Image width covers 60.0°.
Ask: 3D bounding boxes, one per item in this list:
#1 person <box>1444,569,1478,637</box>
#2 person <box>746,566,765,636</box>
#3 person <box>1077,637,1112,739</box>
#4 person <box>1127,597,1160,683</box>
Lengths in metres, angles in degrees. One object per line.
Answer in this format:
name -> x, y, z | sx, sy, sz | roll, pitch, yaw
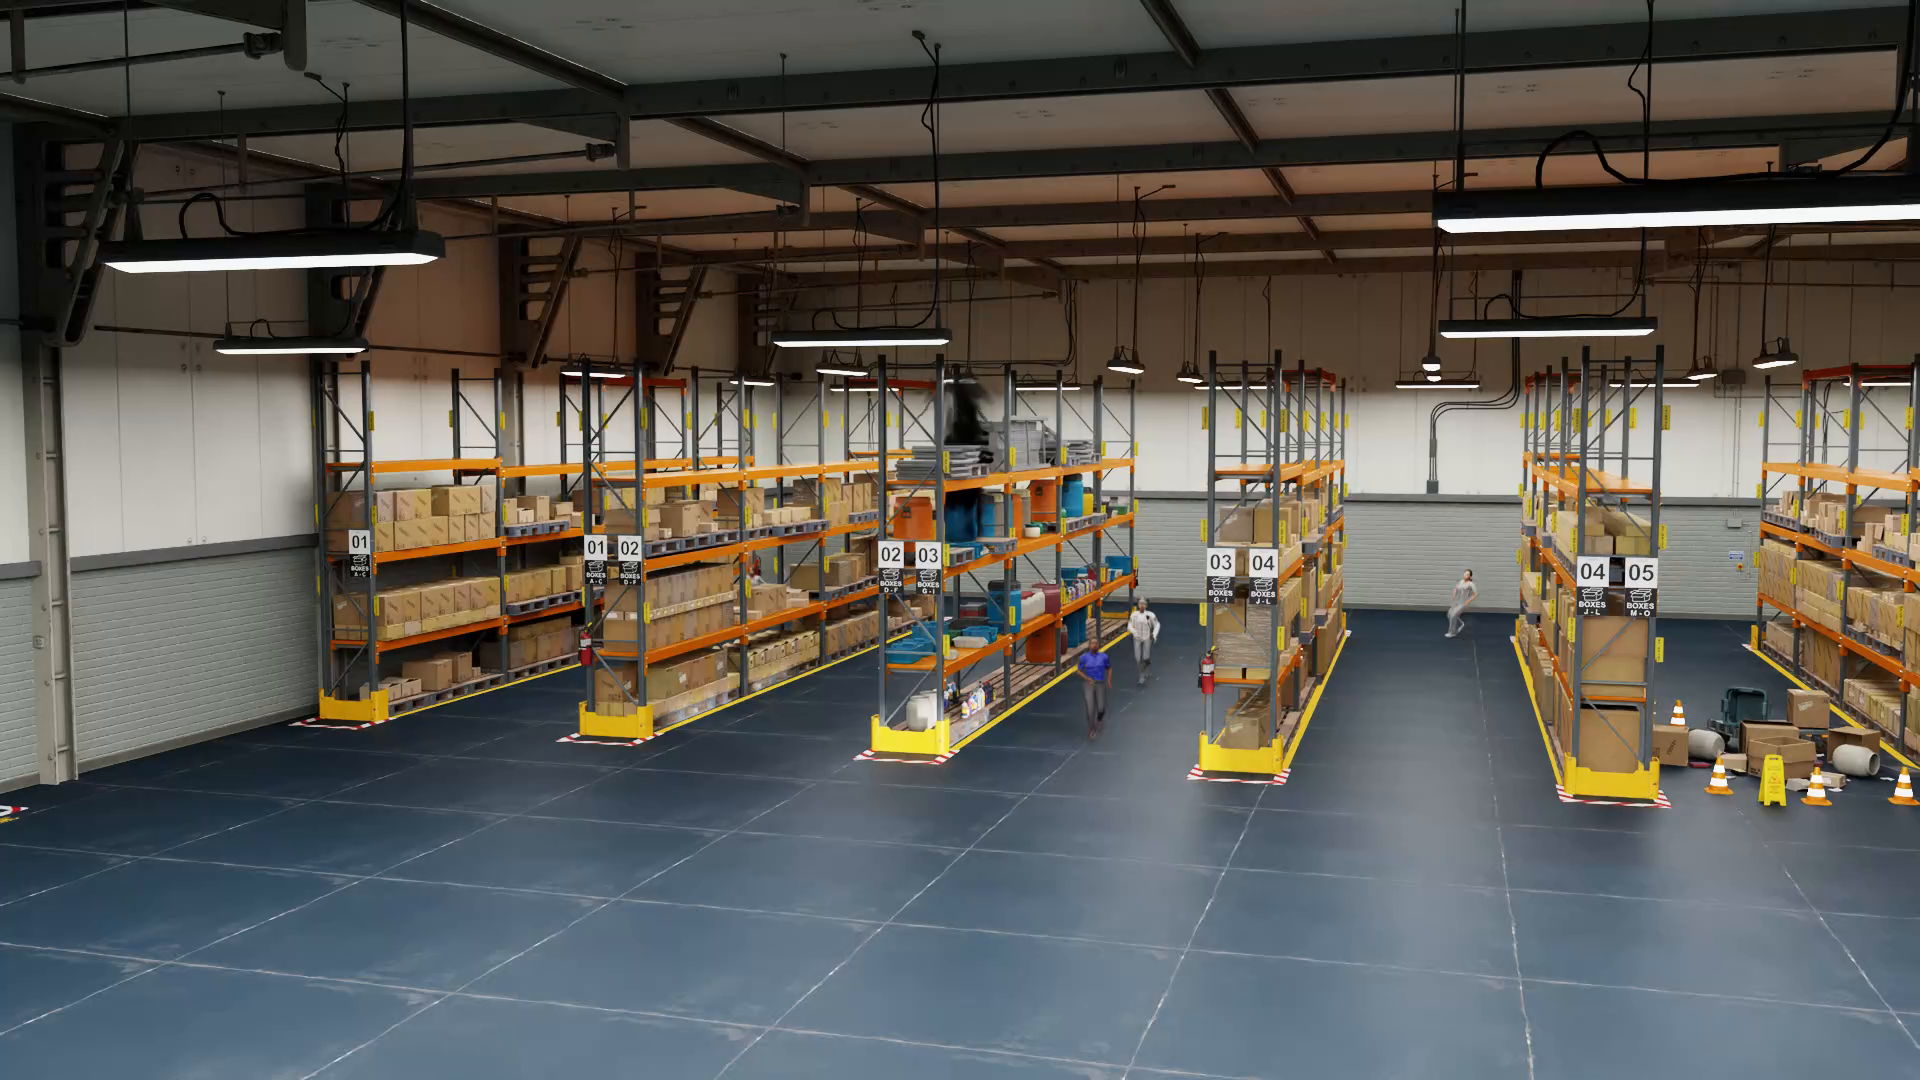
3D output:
person -> 11.560, 1.461, 38.336 | 0.591, 1.583, 0.631 | -2, 5, -26
person -> -4.910, 1.404, 39.335 | 0.509, 1.600, 1.033 | 1, 4, 12
person -> 2.128, 2.334, 26.156 | 0.570, 1.617, 0.554 | 0, 4, -1
person -> 3.488, 1.910, 31.750 | 0.605, 1.659, 0.530 | 1, 4, 15
